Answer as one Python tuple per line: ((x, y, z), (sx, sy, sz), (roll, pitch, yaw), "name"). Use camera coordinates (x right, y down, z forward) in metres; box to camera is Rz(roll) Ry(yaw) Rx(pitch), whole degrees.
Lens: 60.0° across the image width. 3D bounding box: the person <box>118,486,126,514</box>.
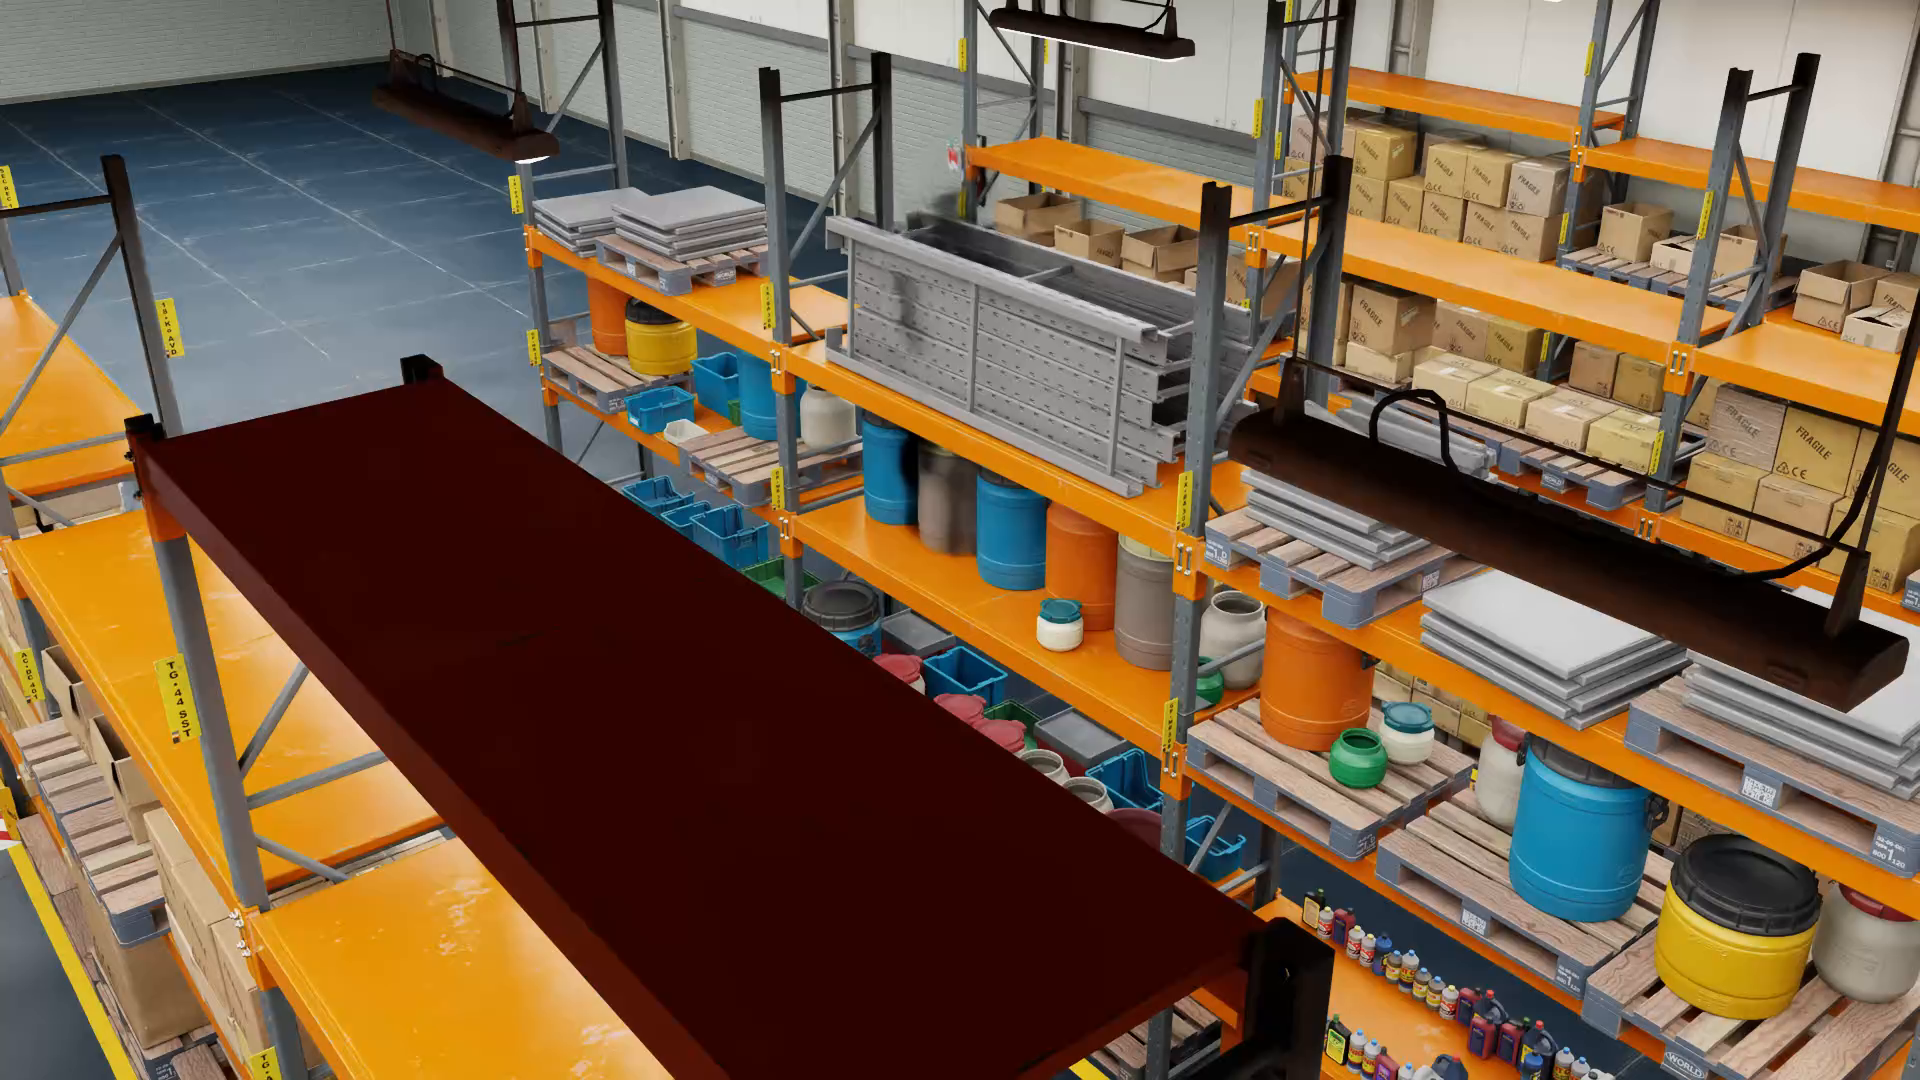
((-8.595, -0.243, 16.765), (0.843, 1.702, 0.605), (-4, 26, -8), "person")
